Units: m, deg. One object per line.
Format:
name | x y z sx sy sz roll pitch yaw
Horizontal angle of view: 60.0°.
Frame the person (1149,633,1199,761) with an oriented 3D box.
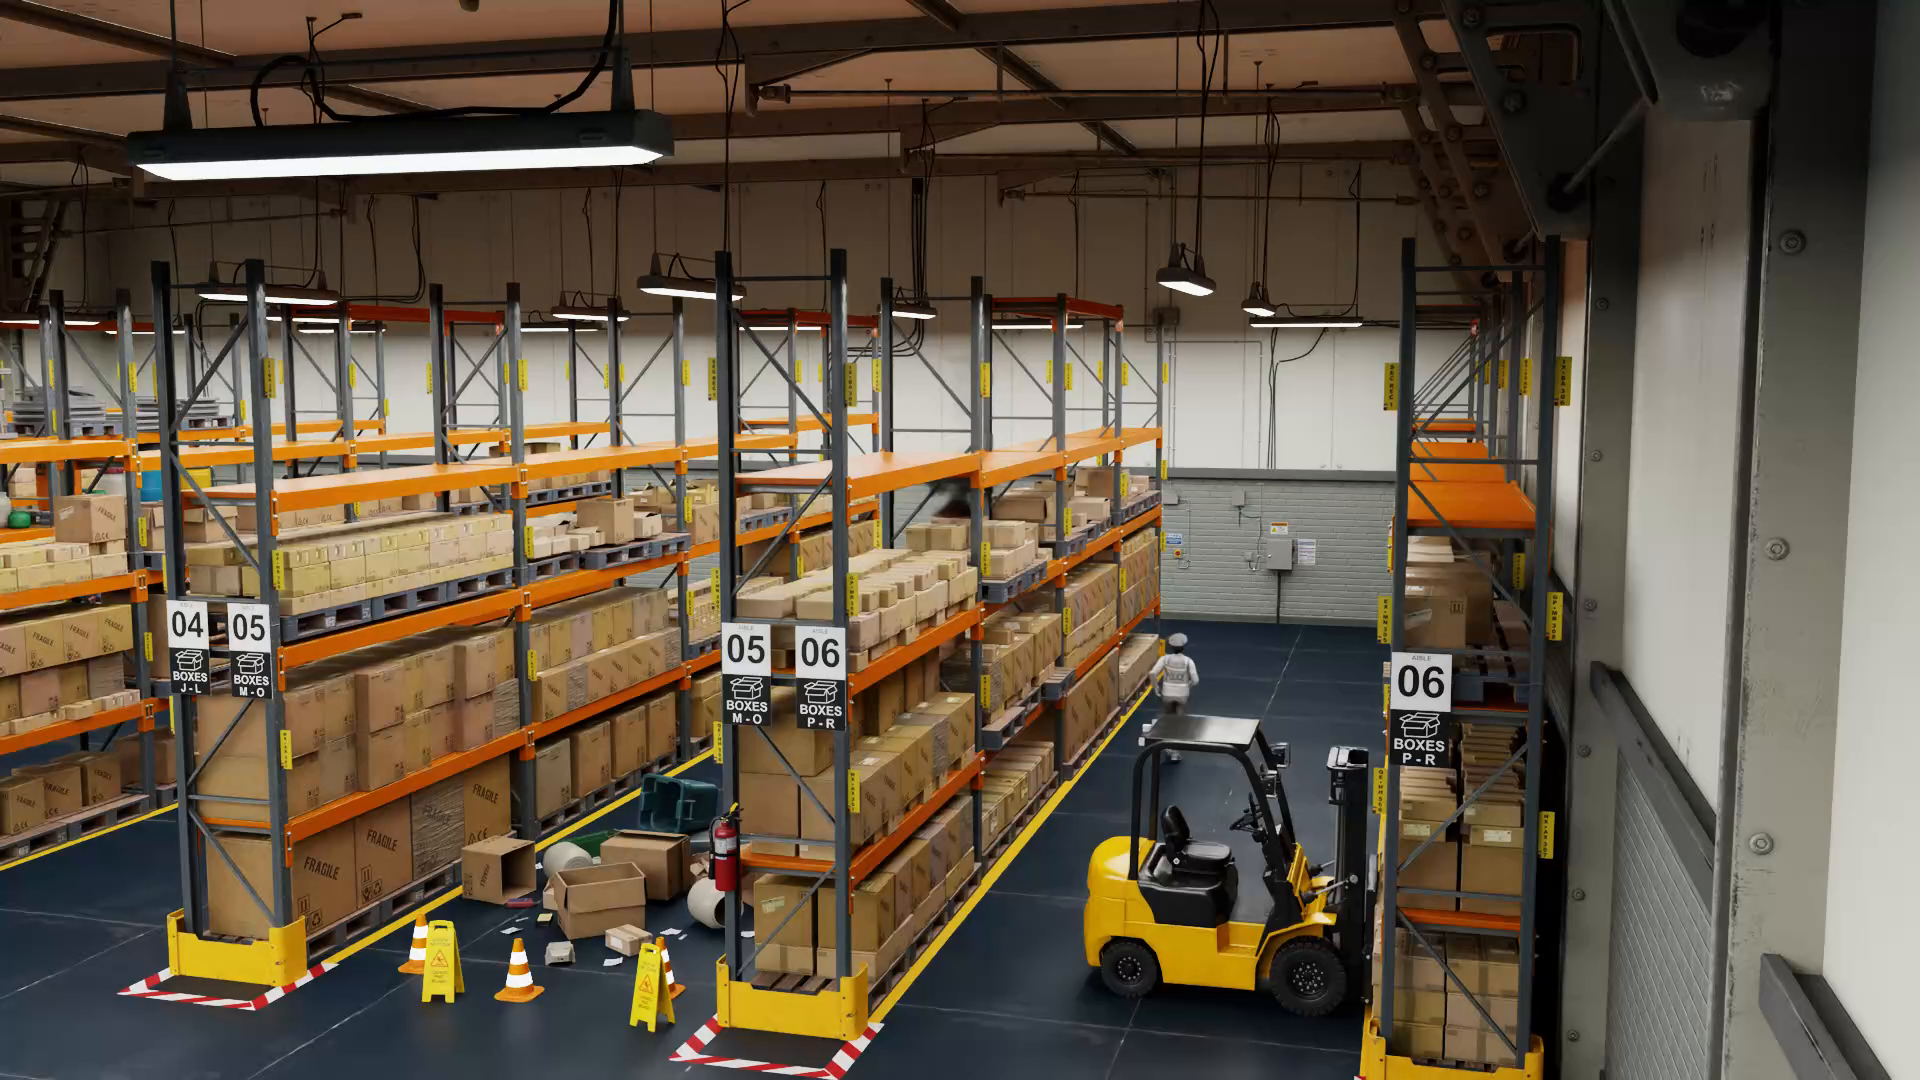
person | 2.814 2.036 21.760 0.625 1.658 0.590 2 6 16
